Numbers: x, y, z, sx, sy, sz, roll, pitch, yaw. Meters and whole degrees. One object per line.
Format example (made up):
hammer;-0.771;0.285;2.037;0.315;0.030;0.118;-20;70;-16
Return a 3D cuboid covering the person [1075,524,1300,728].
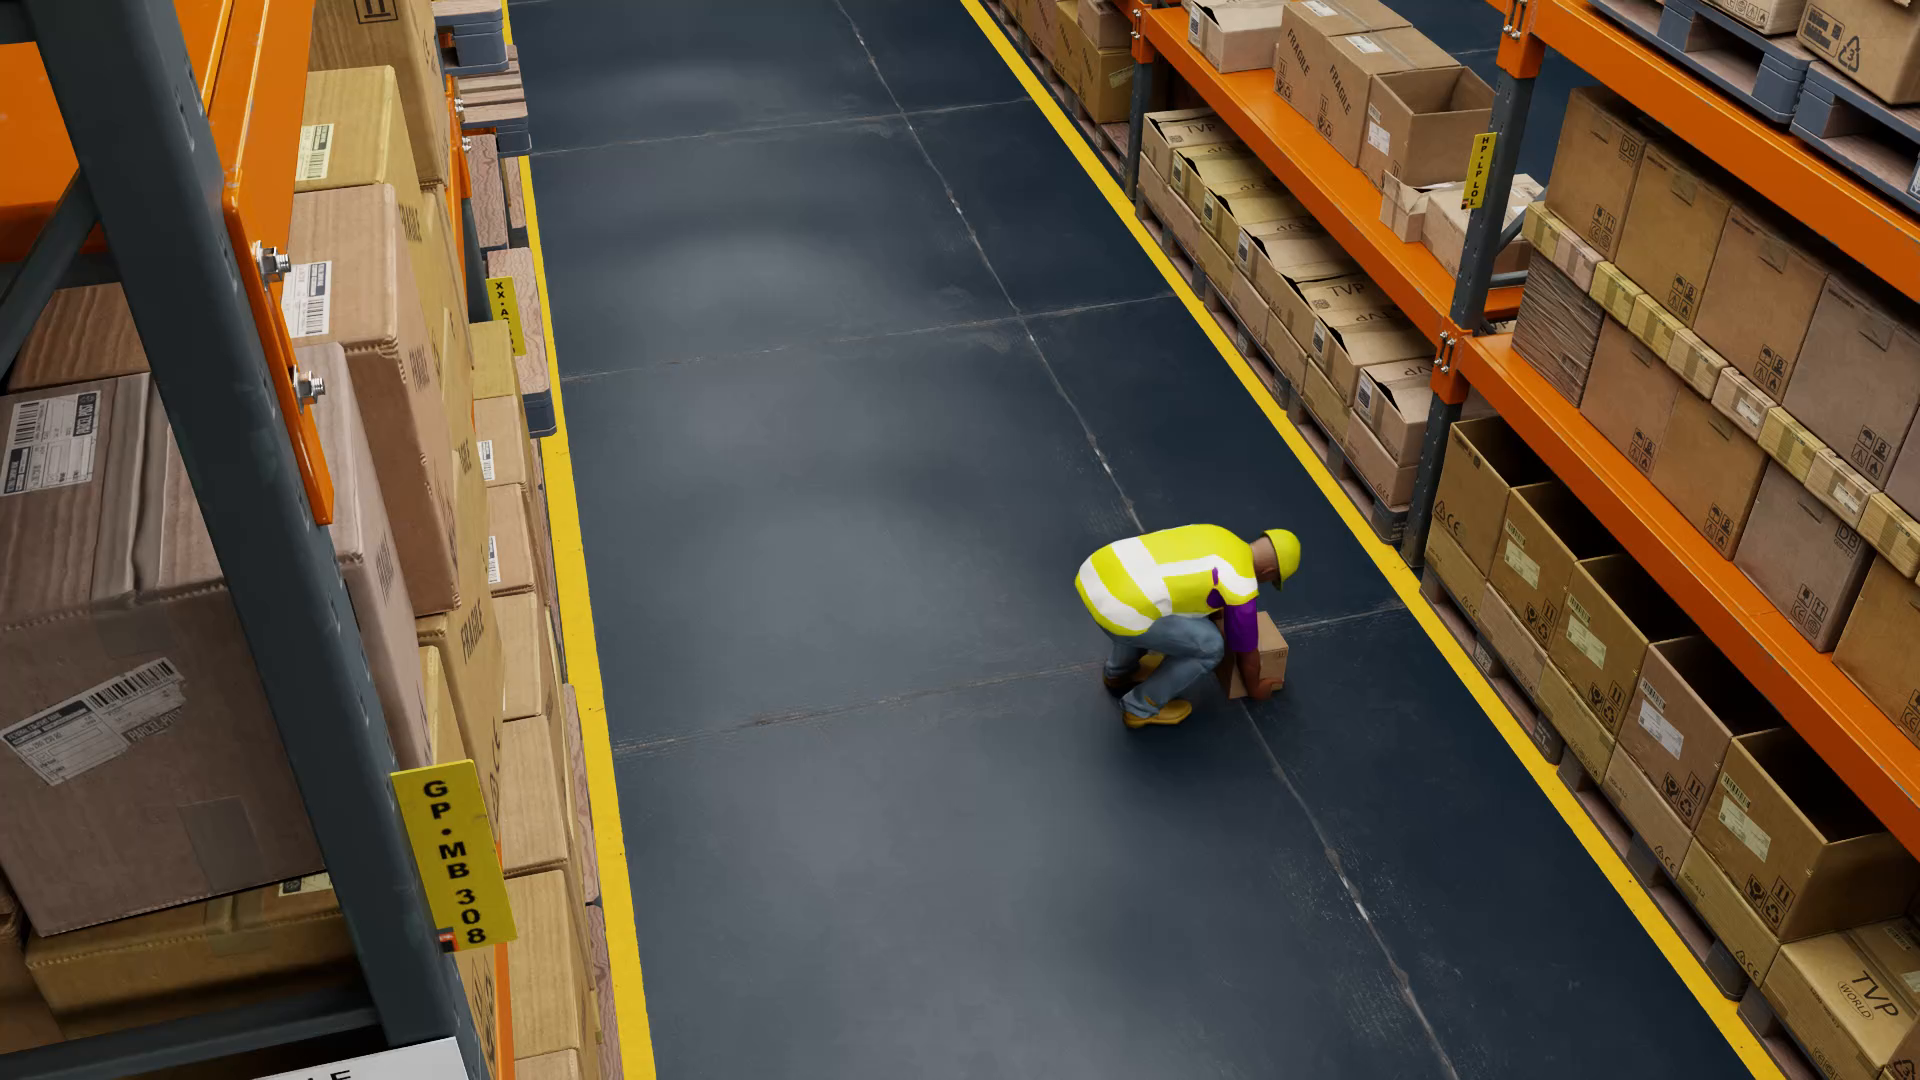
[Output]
person;0.966;0.323;7.045;0.980;0.863;0.518;-11;39;-13
